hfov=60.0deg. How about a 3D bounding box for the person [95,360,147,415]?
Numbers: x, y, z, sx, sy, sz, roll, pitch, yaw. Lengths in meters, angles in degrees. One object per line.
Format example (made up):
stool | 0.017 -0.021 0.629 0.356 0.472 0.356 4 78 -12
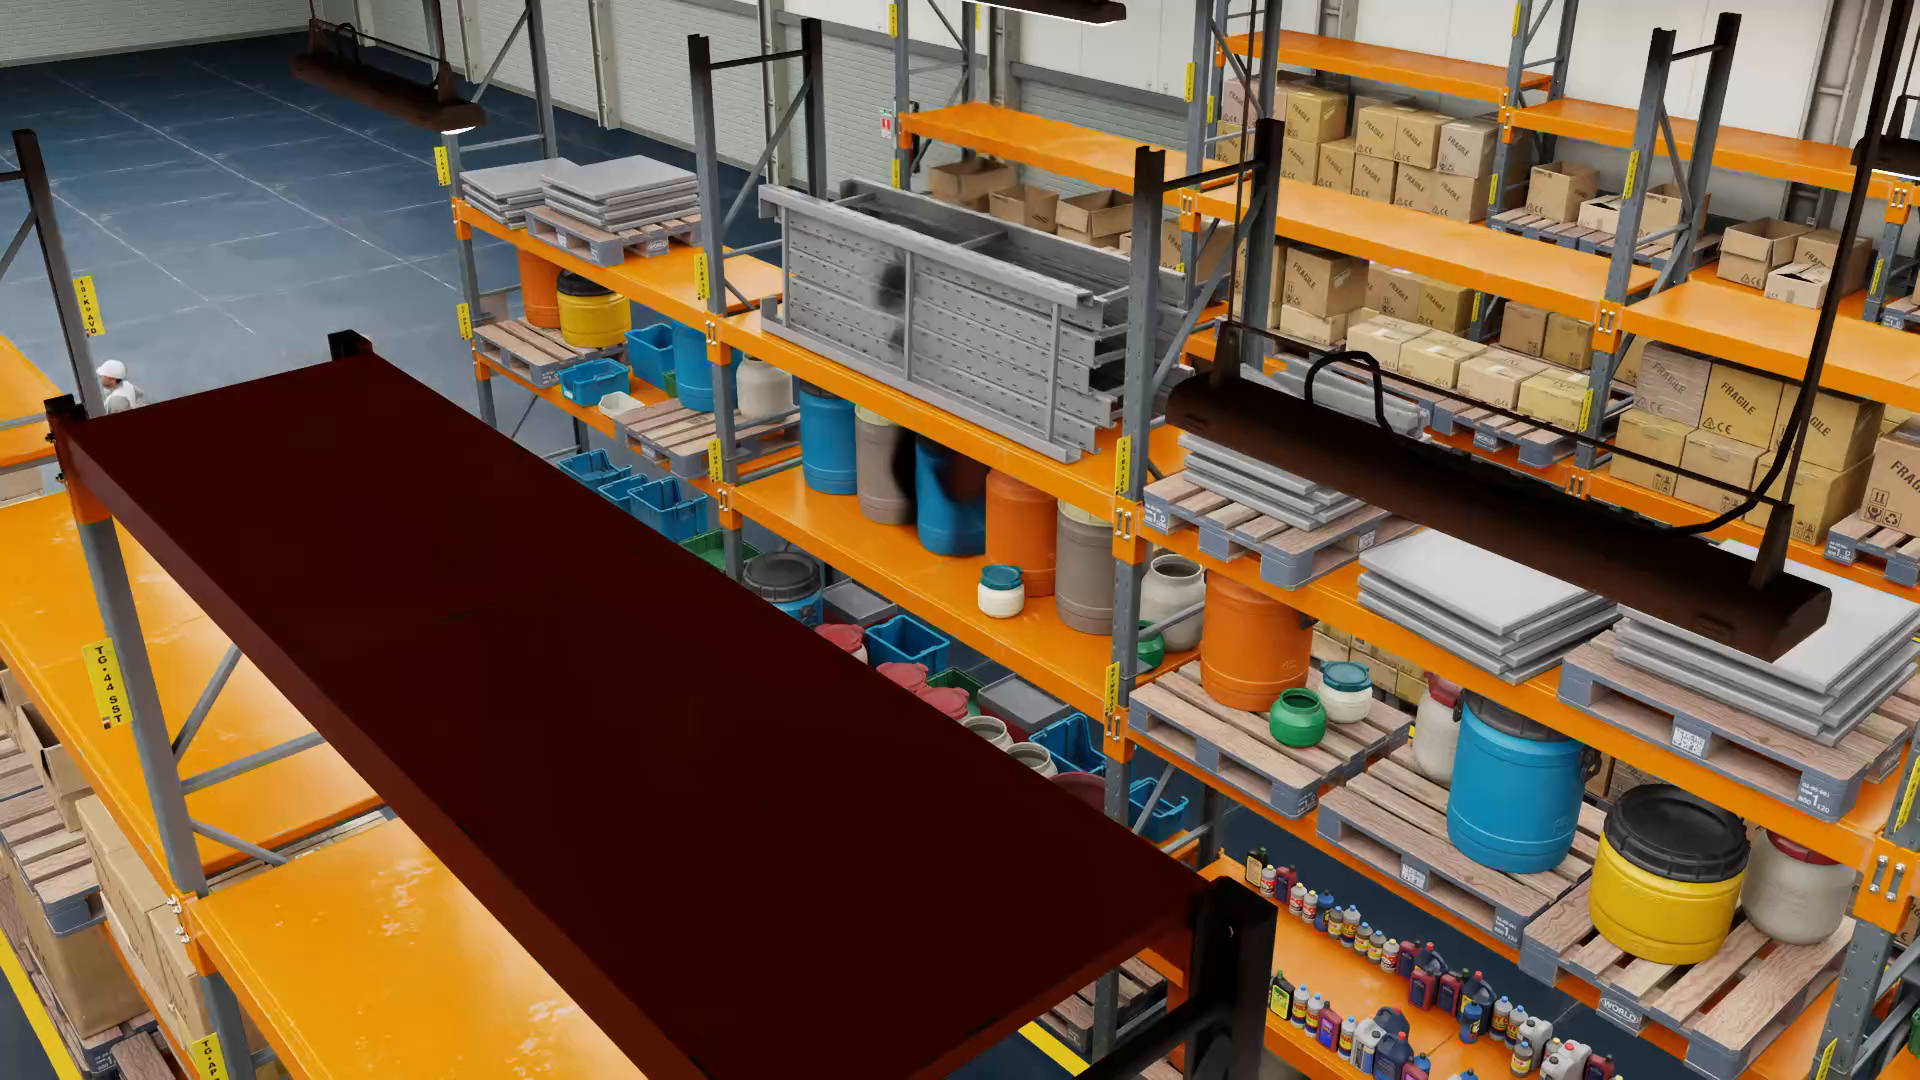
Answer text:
person | -8.950 -1.098 17.778 0.642 1.751 0.644 -13 30 -23
